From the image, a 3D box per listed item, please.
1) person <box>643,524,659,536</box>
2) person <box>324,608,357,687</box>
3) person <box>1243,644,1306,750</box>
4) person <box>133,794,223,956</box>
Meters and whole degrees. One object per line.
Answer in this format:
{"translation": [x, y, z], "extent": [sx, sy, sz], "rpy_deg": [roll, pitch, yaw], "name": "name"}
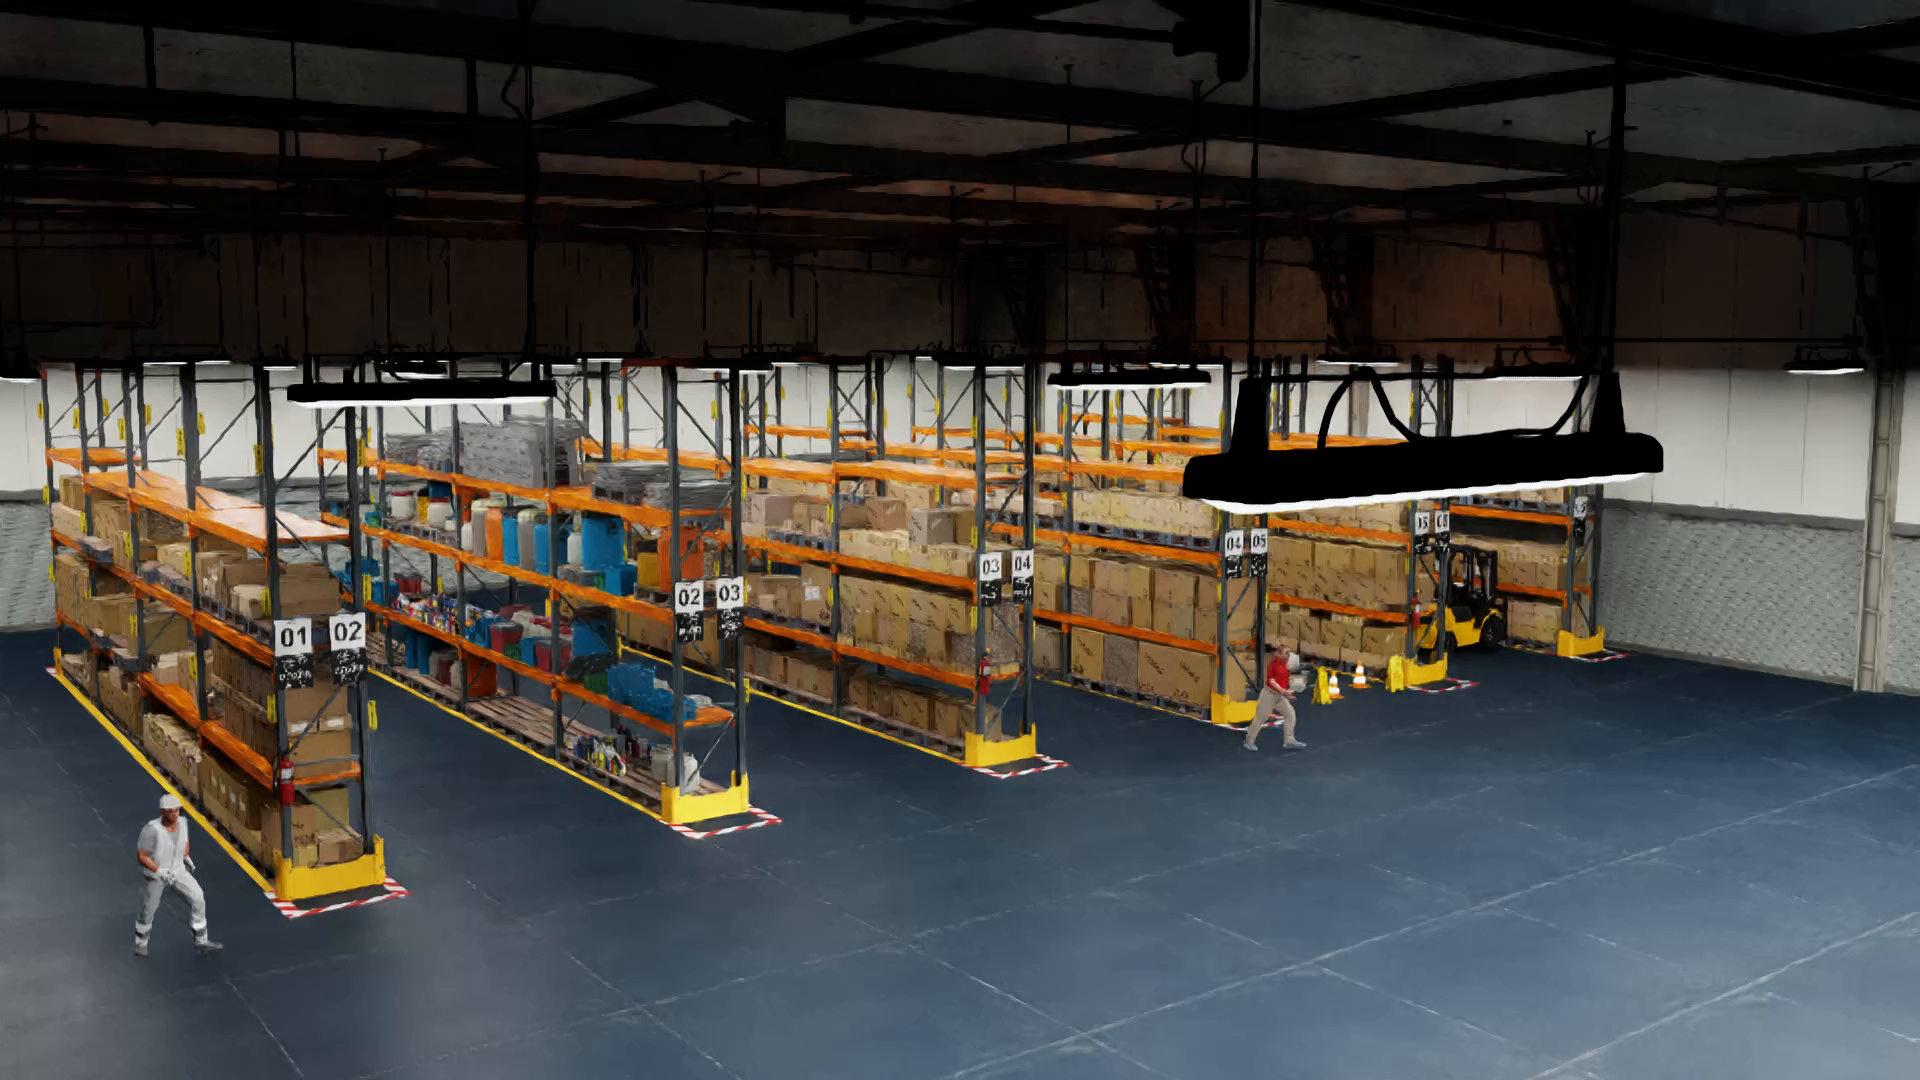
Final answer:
{"translation": [-7.841, 0.341, 42.532], "extent": [0.690, 1.762, 0.459], "rpy_deg": [3, 7, 21], "name": "person"}
{"translation": [-11.443, 1.832, 30.438], "extent": [0.574, 1.691, 1.121], "rpy_deg": [-5, 8, -34], "name": "person"}
{"translation": [4.866, 2.415, 25.745], "extent": [0.843, 1.662, 0.706], "rpy_deg": [5, 8, 36], "name": "person"}
{"translation": [-8.138, 3.424, 17.087], "extent": [0.822, 1.719, 0.688], "rpy_deg": [5, 9, 36], "name": "person"}
